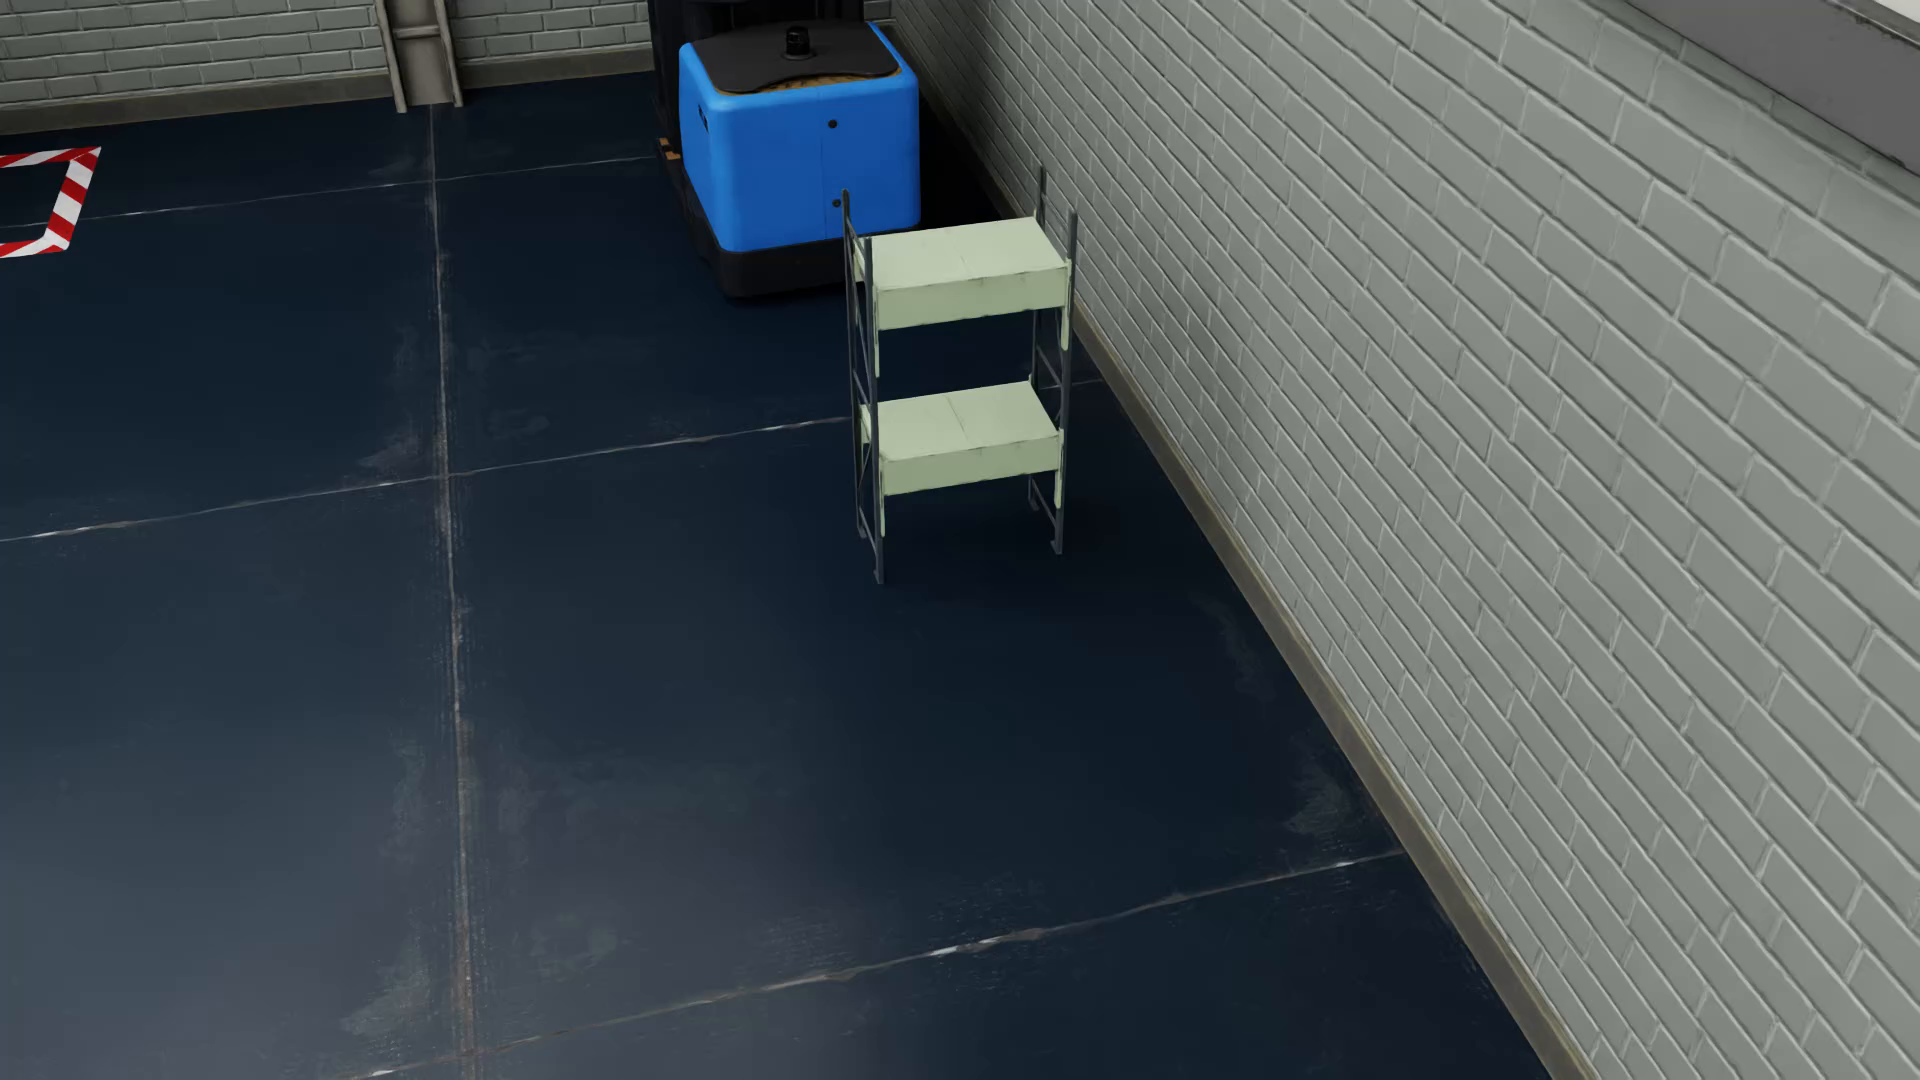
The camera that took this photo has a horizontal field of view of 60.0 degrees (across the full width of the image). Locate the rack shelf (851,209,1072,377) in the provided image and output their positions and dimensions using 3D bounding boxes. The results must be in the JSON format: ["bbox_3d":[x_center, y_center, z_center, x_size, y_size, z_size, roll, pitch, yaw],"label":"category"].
[{"bbox_3d":[-0.006,-0.905,6.056,0.720,0.370,0.431,-9,38,-12],"label":"rack shelf"}]

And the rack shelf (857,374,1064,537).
[{"bbox_3d":[-0.006,-0.336,6.491,0.720,0.370,0.431,-9,38,-12],"label":"rack shelf"}]

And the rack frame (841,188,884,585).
[{"bbox_3d":[-0.360,-0.537,6.217,0.023,1.500,0.400,-9,38,-12],"label":"rack frame"}]

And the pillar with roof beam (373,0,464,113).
[{"bbox_3d":[-2.163,-3.780,4.285,0.400,9.000,9.100,-9,38,-12],"label":"pillar with roof beam"}]

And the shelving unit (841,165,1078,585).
[{"bbox_3d":[-0.006,-0.595,6.293,0.755,1.500,0.431,-9,38,-12],"label":"shelving unit"}]

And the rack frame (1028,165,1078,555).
[{"bbox_3d":[0.347,-0.653,6.369,0.023,1.500,0.400,-9,38,-12],"label":"rack frame"}]

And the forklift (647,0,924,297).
[{"bbox_3d":[-1.118,-3.260,8.600,1.130,2.935,3.031,-11,39,-14],"label":"forklift"}]
